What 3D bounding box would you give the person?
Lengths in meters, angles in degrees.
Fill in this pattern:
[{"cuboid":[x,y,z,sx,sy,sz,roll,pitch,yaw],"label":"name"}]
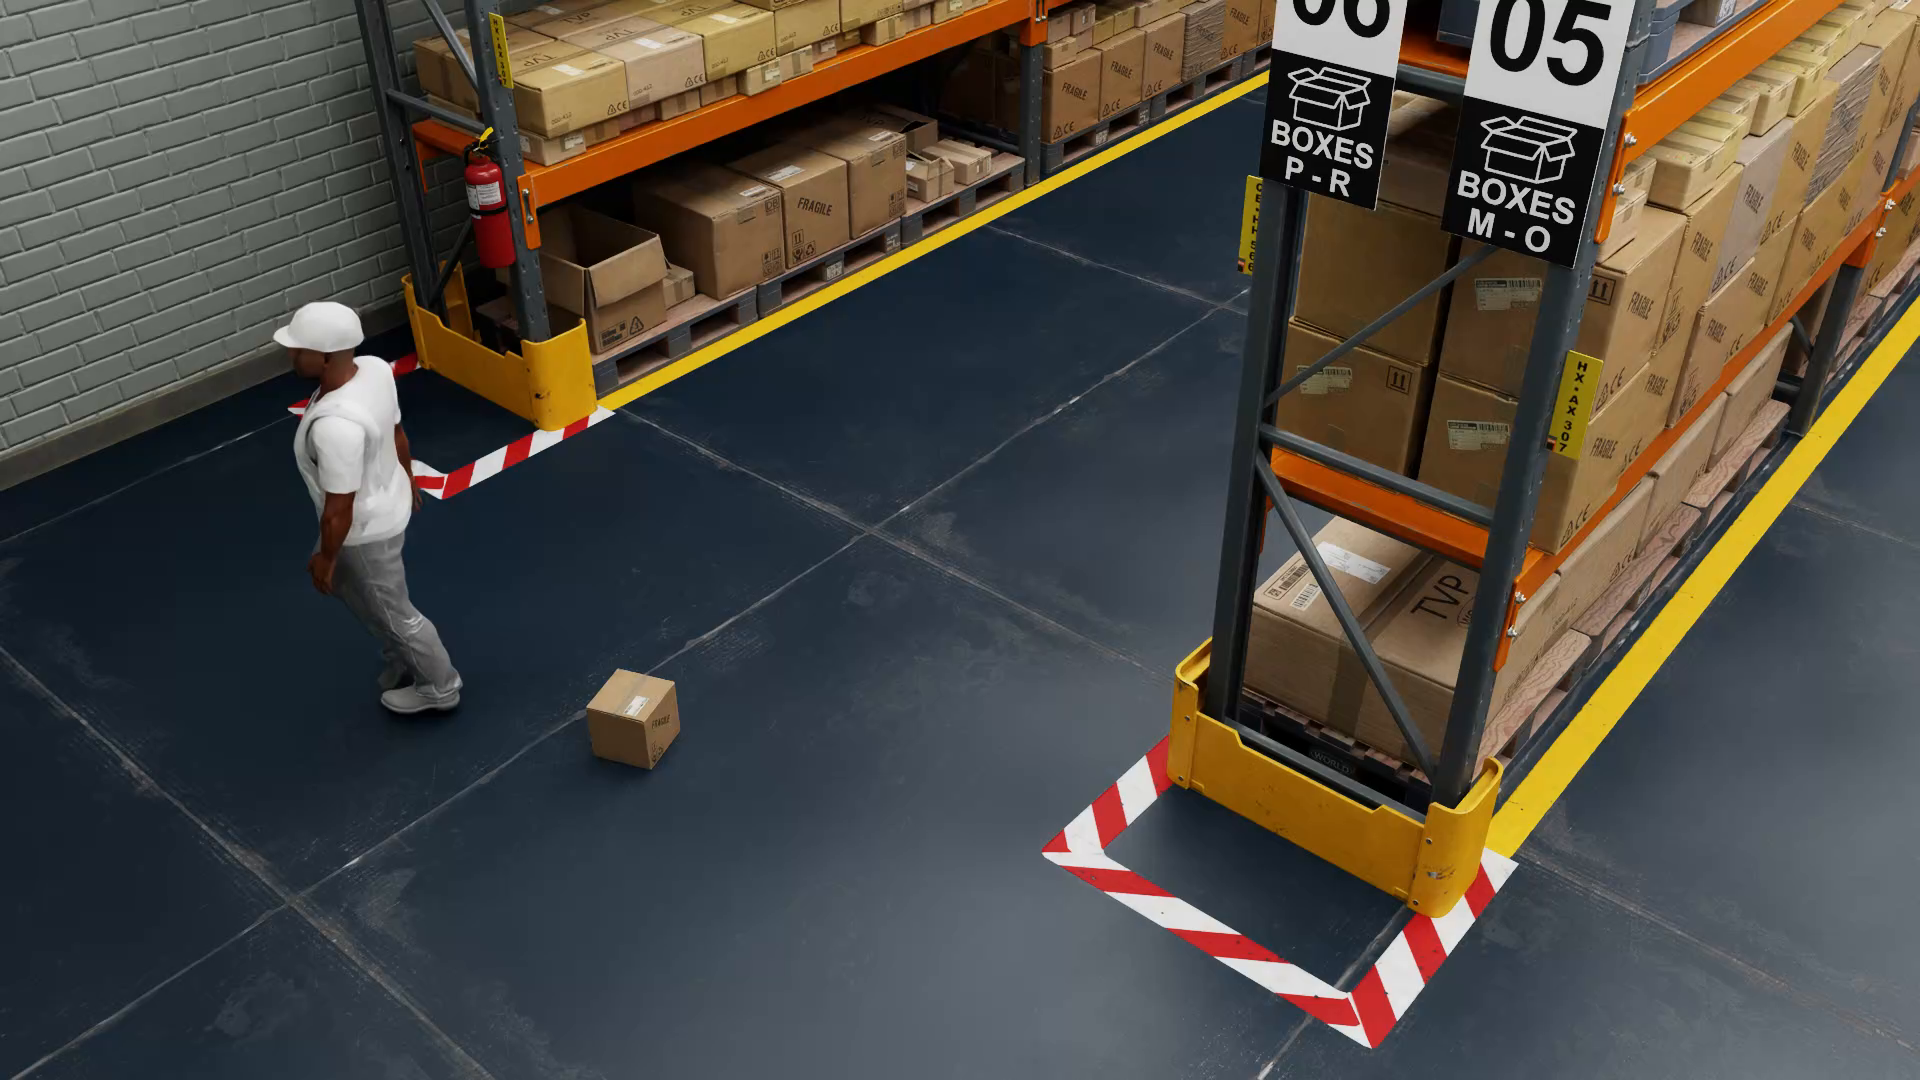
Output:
[{"cuboid":[-2.244,-0.065,6.210,0.509,1.810,0.617,-4,35,-6],"label":"person"}]
